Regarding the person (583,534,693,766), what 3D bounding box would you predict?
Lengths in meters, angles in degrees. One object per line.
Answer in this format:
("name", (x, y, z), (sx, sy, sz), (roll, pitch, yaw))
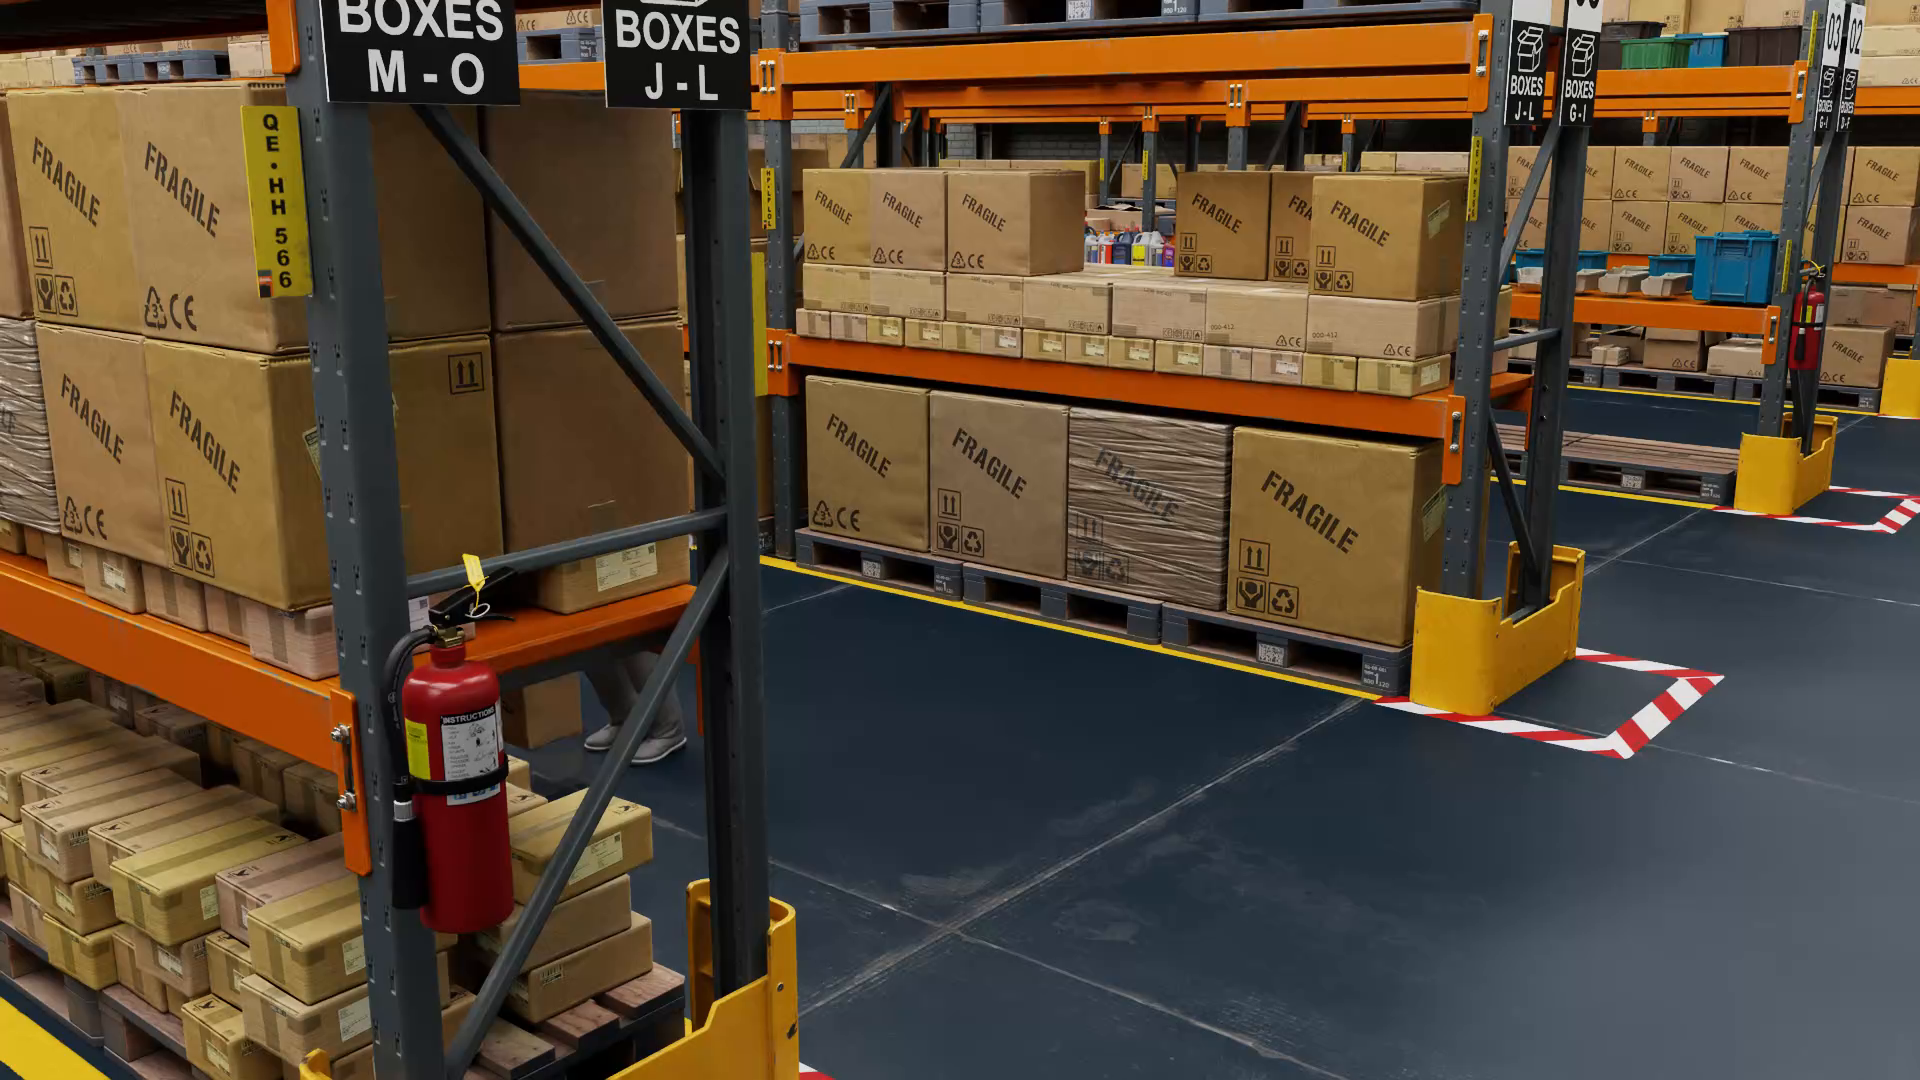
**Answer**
("person", (-1.276, 0.085, 6.378), (0.476, 1.563, 0.541), (11, 17, 39))
